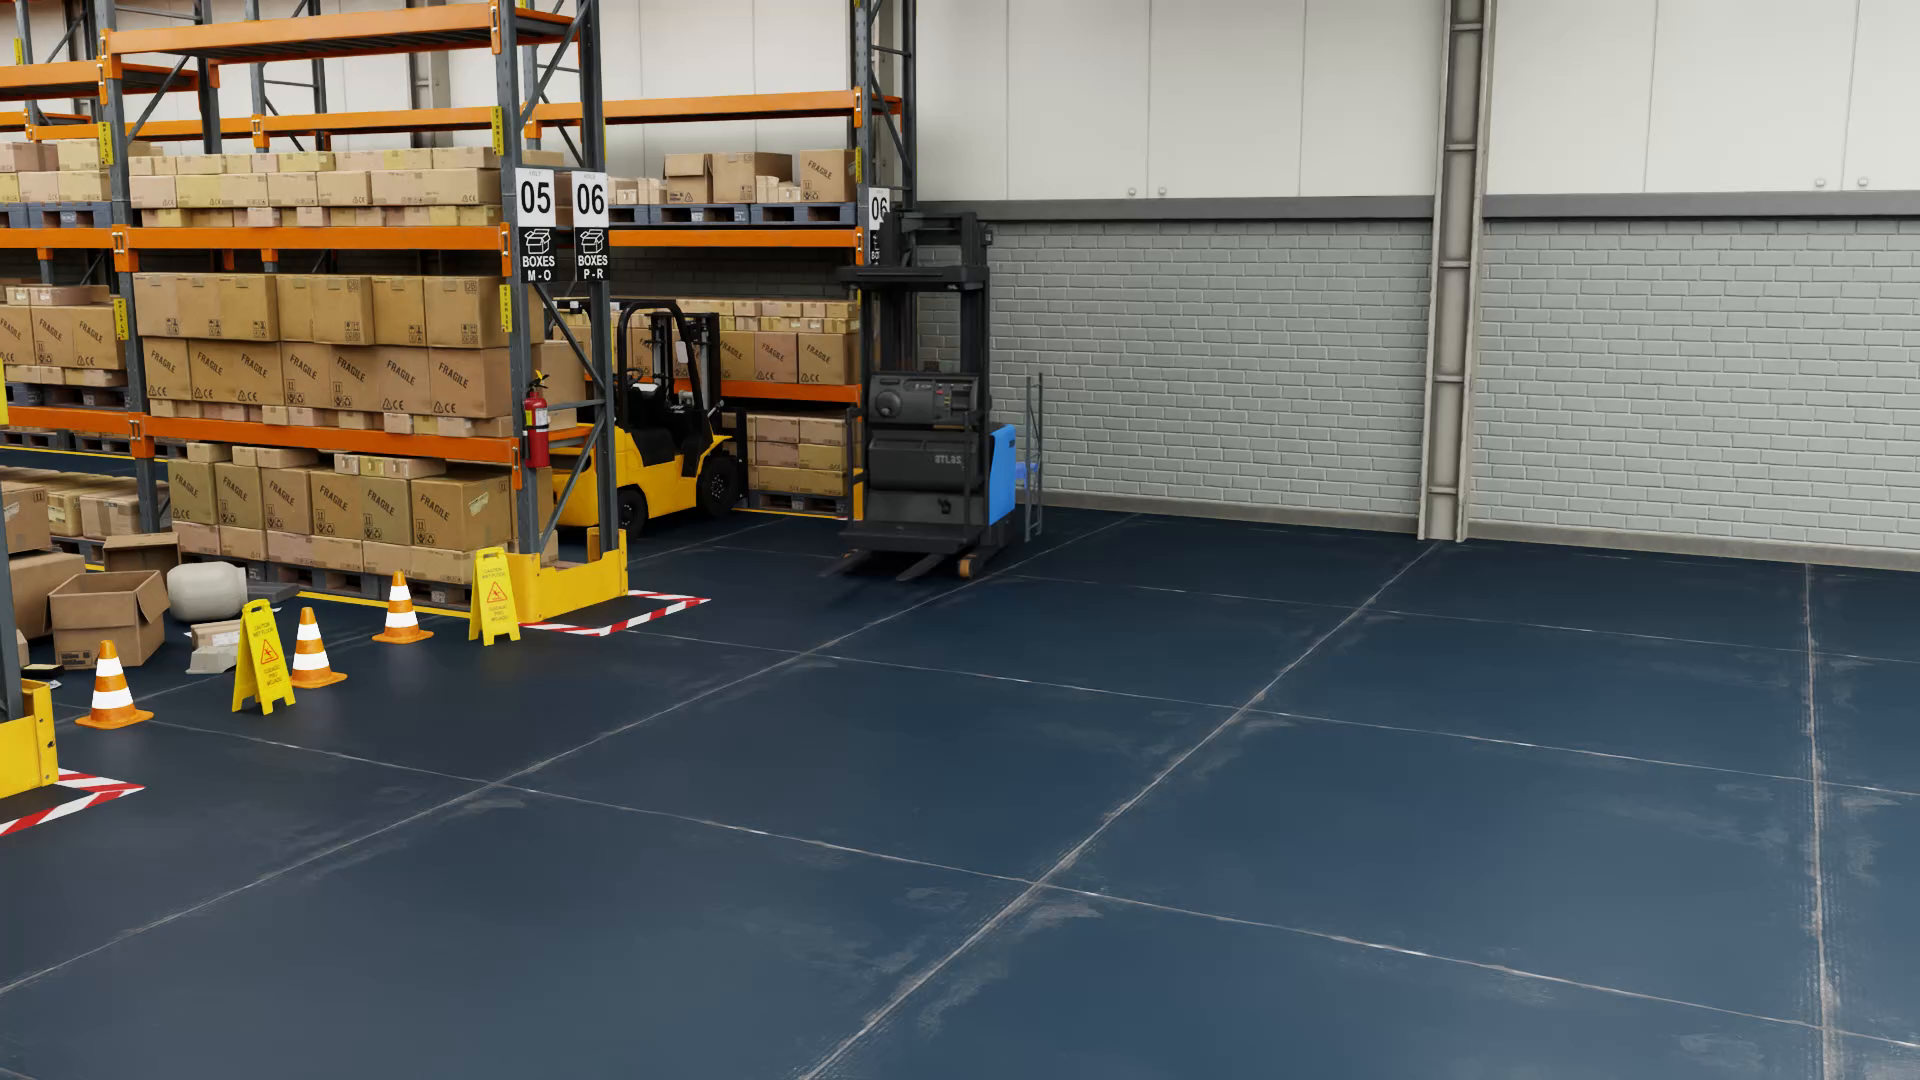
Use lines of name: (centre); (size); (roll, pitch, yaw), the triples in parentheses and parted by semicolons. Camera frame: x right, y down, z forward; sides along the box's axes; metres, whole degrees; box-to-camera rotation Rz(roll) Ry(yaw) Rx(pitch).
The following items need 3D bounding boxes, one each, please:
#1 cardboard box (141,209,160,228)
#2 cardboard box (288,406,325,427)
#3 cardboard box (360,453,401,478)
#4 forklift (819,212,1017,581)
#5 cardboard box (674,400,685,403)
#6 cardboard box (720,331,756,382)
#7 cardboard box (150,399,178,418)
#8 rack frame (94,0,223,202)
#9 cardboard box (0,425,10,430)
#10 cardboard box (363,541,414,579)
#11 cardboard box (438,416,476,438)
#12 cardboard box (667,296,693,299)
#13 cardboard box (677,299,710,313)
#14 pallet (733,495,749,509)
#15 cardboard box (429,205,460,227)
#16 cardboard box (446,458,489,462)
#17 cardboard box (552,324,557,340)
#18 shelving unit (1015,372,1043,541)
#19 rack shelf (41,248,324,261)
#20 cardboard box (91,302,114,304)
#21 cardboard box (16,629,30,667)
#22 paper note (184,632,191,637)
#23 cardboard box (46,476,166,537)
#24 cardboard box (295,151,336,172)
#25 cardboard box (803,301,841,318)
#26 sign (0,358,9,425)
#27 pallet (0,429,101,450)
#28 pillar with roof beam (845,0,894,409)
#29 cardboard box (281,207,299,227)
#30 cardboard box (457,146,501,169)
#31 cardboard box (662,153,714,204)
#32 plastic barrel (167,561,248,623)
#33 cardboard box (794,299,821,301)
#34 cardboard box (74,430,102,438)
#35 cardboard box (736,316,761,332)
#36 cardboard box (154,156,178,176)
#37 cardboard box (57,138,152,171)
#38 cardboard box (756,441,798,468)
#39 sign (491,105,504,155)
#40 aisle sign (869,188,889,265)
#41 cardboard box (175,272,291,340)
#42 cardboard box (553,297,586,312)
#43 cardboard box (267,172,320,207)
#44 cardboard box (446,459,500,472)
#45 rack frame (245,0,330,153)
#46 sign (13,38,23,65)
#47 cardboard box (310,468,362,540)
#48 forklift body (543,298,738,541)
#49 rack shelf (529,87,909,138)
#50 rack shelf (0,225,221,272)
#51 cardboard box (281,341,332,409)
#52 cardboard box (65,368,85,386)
cardboard box: (-6.313, -2.578, 13.337); (0.250, 0.149, 0.380); (5, 11, 25)
cardboard box: (-4.964, -0.973, 12.889); (0.250, 0.149, 0.380); (5, 11, 26)
cardboard box: (-4.316, -0.577, 12.610); (0.250, 0.149, 0.380); (5, 12, 27)
forklift: (-0.355, -1.202, 13.639); (1.130, 2.935, 3.031); (3, 11, 14)
cardboard box: (-3.305, -1.384, 18.187); (0.500, 0.250, 0.500); (5, 11, 25)
cardboard box: (-2.184, -1.897, 17.008); (0.500, 0.500, 0.500); (5, 11, 25)
cardboard box: (-6.345, -1.091, 13.539); (0.250, 0.149, 0.380); (5, 11, 26)
rack frame: (-6.486, -4.242, 13.403); (0.127, 3.000, 1.000); (5, 11, 26)
cardboard box: (-12.868, -1.787, 22.521); (0.500, 0.500, 0.700); (5, 11, 24)
cardboard box: (-4.204, 0.108, 12.750); (0.500, 0.250, 0.500); (5, 11, 26)
cardboard box: (-3.605, -0.849, 12.205); (0.250, 0.149, 0.380); (5, 11, 25)
cardboard box: (-2.947, -2.543, 17.920); (0.250, 0.149, 0.380); (5, 11, 25)
cardboard box: (-2.717, -2.420, 17.242); (0.250, 0.149, 0.380); (5, 11, 26)
pallet: (-2.500, -0.546, 17.654); (1.213, 0.211, 1.003); (5, 11, 26)
cardboard box: (-3.580, -2.325, 11.939); (0.250, 0.149, 0.380); (5, 11, 26)
cardboard box: (-5.458, -1.223, 19.055); (0.625, 0.625, 0.875); (5, 11, 25)
cardboard box: (-4.635, -2.337, 18.735); (0.500, 0.250, 0.500); (5, 11, 25)
shelving unit: (0.197, -0.797, 15.423); (1.048, 1.500, 0.538); (3, 11, 16)
rack shelf: (-9.674, -3.678, 20.728); (4.000, 0.370, 1.077); (5, 11, 26)
cardboard box: (-7.666, -1.856, 14.767); (0.500, 0.500, 0.500); (5, 11, 25)
cardboard box: (-6.229, 0.695, 10.646); (0.258, 0.266, 0.396); (7, 13, 36)
paper note: (-5.323, 0.644, 11.618); (0.148, 0.019, 0.142); (-10, 14, -43)
cardboard box: (-7.604, -0.301, 14.670); (0.625, 0.372, 0.950); (6, 12, 29)
cardboard box: (-4.723, -2.815, 12.405); (0.250, 0.149, 0.380); (5, 12, 27)
cardboard box: (-1.355, -2.292, 16.534); (0.250, 0.149, 0.380); (5, 11, 26)
sign: (-4.748, -0.730, 8.187); (0.005, 0.325, 0.100); (5, 11, 26)
pallet: (-12.083, -1.396, 22.351); (1.213, 0.211, 1.003); (5, 11, 26)
pillar with roof beam: (-2.836, -4.232, 13.343); (0.400, 9.000, 9.100); (5, 11, 26)
cardboard box: (-4.930, -2.457, 12.667); (0.250, 0.149, 0.380); (5, 11, 26)
cardboard box: (-3.333, -2.699, 11.767); (0.250, 0.149, 0.380); (5, 11, 26)
cardboard box: (-2.593, -3.696, 17.055); (0.637, 0.503, 0.797); (5, 12, 28)
plastic barrel: (-5.421, 0.372, 11.988); (0.512, 0.421, 0.421); (-4, 11, -23)
cardboard box: (-1.591, -2.410, 17.186); (0.250, 0.149, 0.380); (5, 11, 26)
cardboard box: (-11.133, -1.616, 21.578); (0.500, 0.500, 0.500); (6, 12, 28)
cardboard box: (-2.066, -2.200, 16.859); (0.250, 0.149, 0.380); (5, 11, 24)
cardboard box: (-6.102, -2.942, 13.109); (0.250, 0.149, 0.380); (5, 12, 28)
cardboard box: (-7.062, -3.171, 13.742); (0.500, 0.250, 0.500); (5, 12, 27)
cardboard box: (-1.726, -0.898, 16.904); (0.500, 0.250, 0.500); (5, 11, 25)
sign: (-3.162, -2.800, 11.369); (0.005, 0.325, 0.100); (5, 11, 26)
aisle sign: (-0.777, -2.995, 16.058); (0.004, 0.787, 0.394); (5, 11, 26)
cardboard box: (-5.739, -1.865, 13.188); (0.500, 0.500, 0.700); (5, 11, 26)
cardboard box: (-4.139, -2.526, 17.825); (0.250, 0.149, 0.380); (5, 12, 27)
cardboard box: (-4.849, -2.640, 12.560); (0.500, 0.250, 0.500); (5, 11, 26)
cardboard box: (-3.992, -0.348, 13.165); (0.500, 0.500, 0.500); (5, 11, 24)
rack frame: (-7.880, -5.351, 19.526); (0.127, 3.000, 1.000); (5, 11, 26)
sign: (-11.724, -6.079, 20.707); (0.005, 0.325, 0.100); (5, 11, 26)
cardboard box: (-4.652, -0.301, 12.905); (0.500, 0.500, 0.500); (5, 11, 24)
forklift body: (-3.214, -1.209, 15.869); (1.214, 2.155, 2.313); (5, 11, 26)
rack shelf: (-2.500, -4.327, 17.014); (4.000, 0.370, 1.077); (5, 11, 26)
rack shelf: (-8.280, -2.570, 14.605); (4.000, 0.370, 1.077); (5, 11, 26)
cardboard box: (-4.848, -1.293, 12.834); (0.500, 0.500, 0.500); (5, 11, 26)
cardboard box: (-7.298, -1.393, 14.033); (0.250, 0.149, 0.380); (5, 11, 24)
